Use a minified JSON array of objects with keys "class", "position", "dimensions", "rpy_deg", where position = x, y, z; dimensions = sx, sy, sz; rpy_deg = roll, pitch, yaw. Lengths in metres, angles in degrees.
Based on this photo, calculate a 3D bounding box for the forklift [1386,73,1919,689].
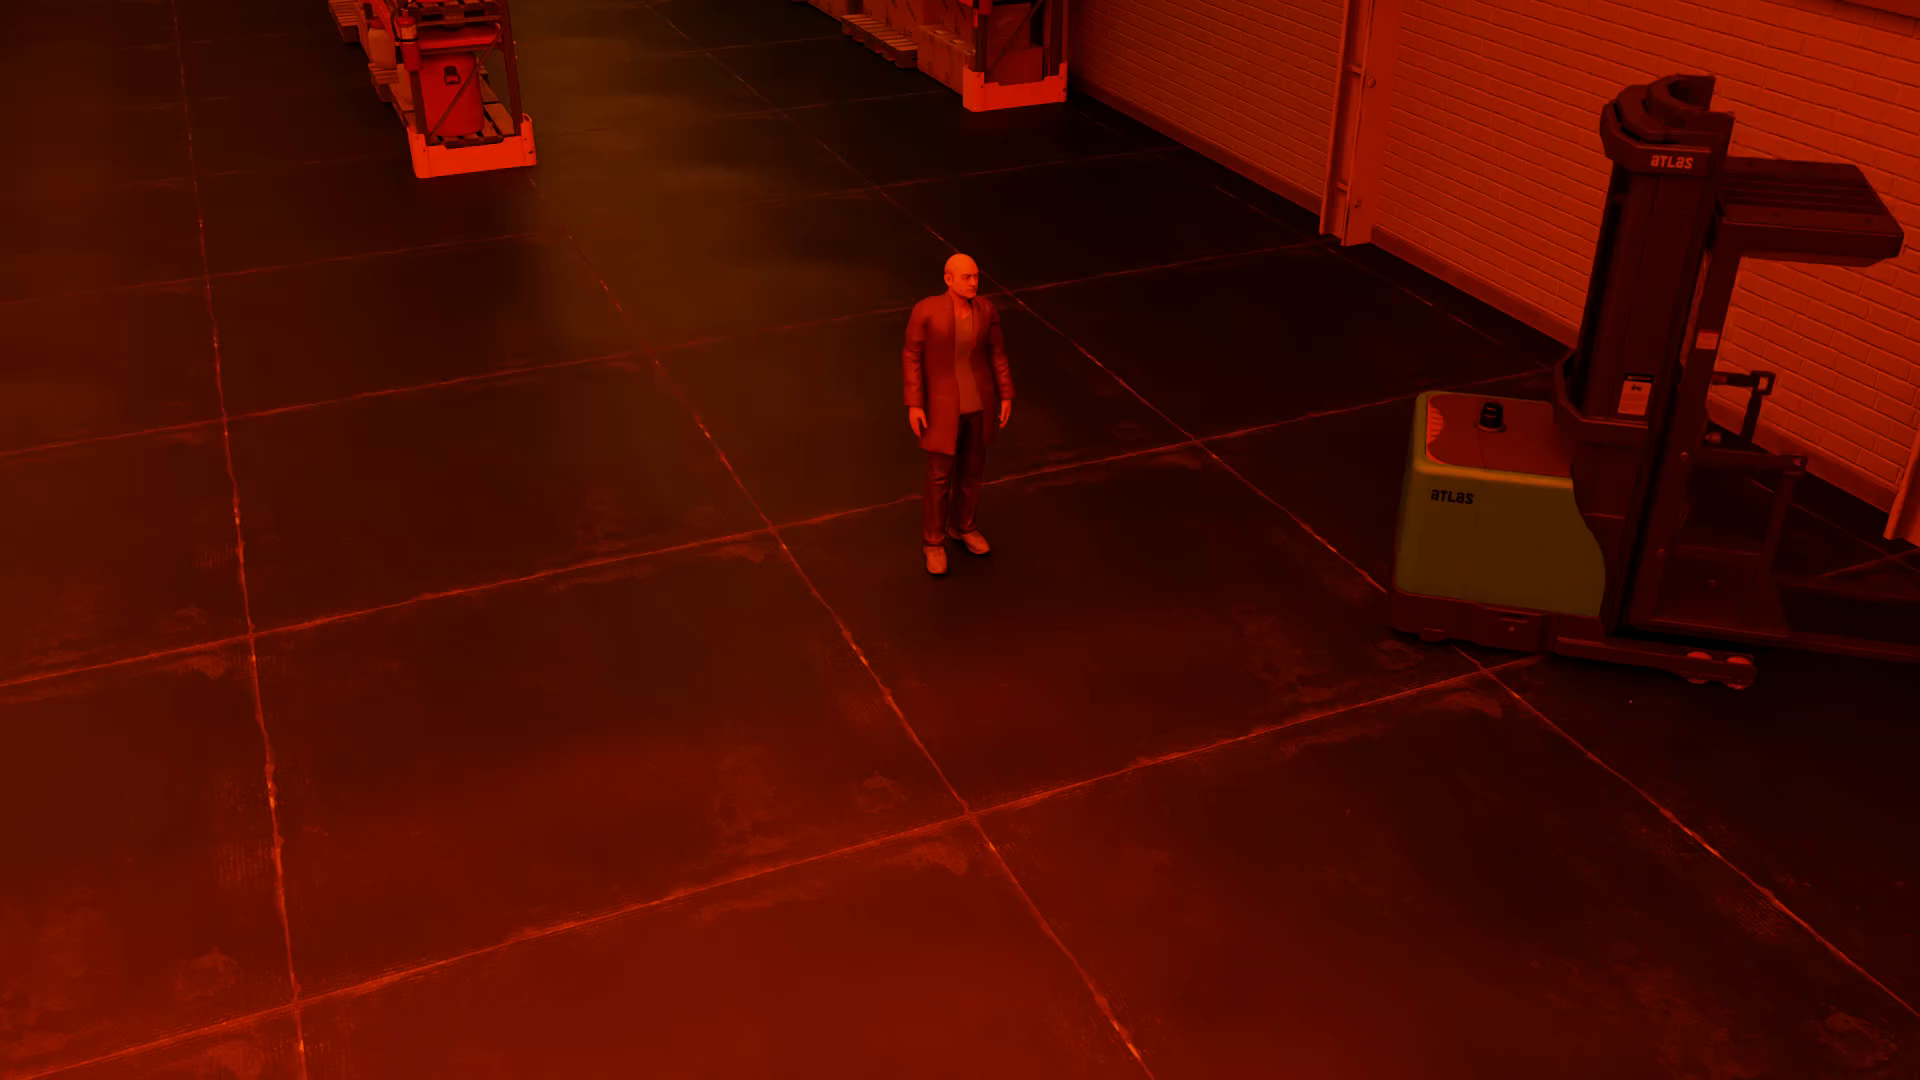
[{"class":"forklift","position":[3.921,-0.785,8.493],"dimensions":[3.031,2.935,1.130],"rpy_deg":[7,31,12]}]

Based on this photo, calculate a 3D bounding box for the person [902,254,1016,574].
[{"class":"person","position":[0.032,-0.736,9.554],"dimensions":[0.696,1.775,0.582],"rpy_deg":[-12,32,-20]}]
